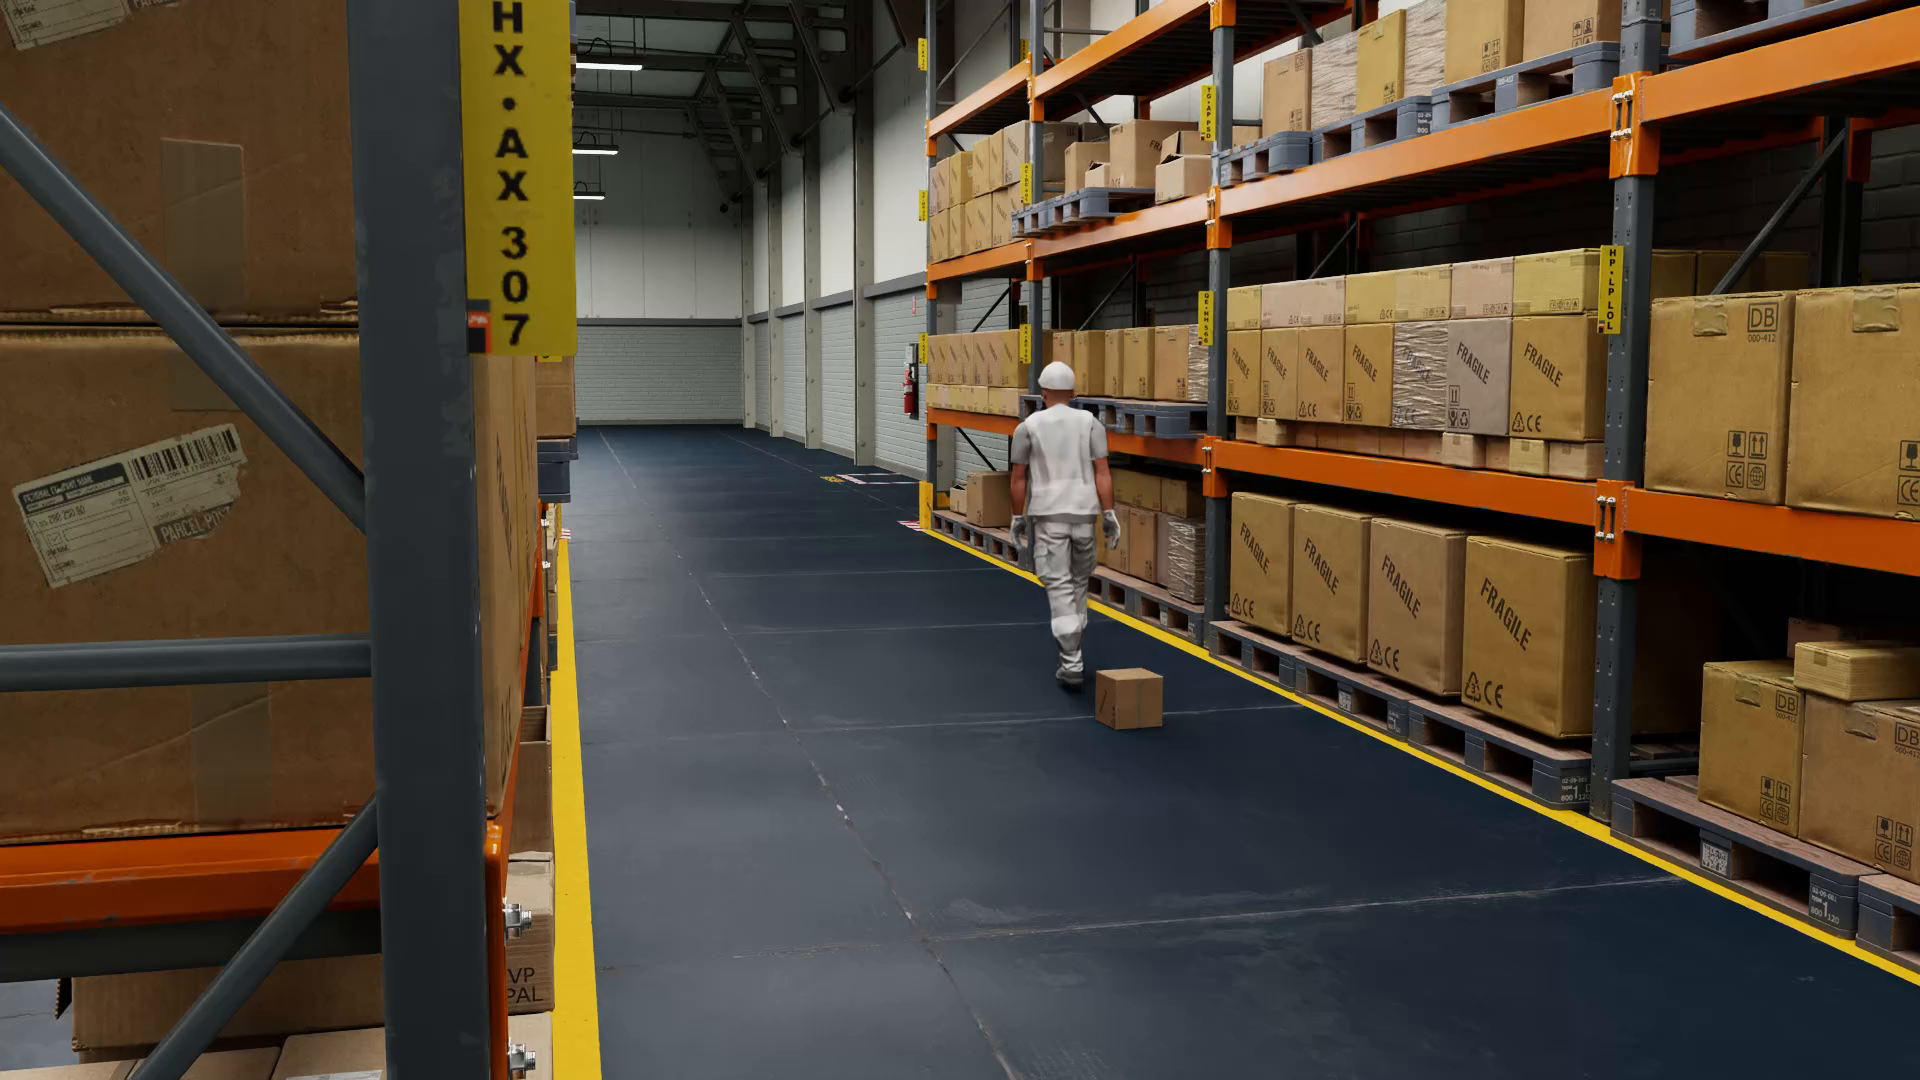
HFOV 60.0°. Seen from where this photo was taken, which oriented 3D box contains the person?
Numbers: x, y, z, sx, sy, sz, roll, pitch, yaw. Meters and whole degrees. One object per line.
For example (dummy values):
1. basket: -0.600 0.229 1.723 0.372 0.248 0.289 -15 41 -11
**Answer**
1. person: 0.562 -0.103 9.261 0.577 1.776 0.825 -1 6 -10
